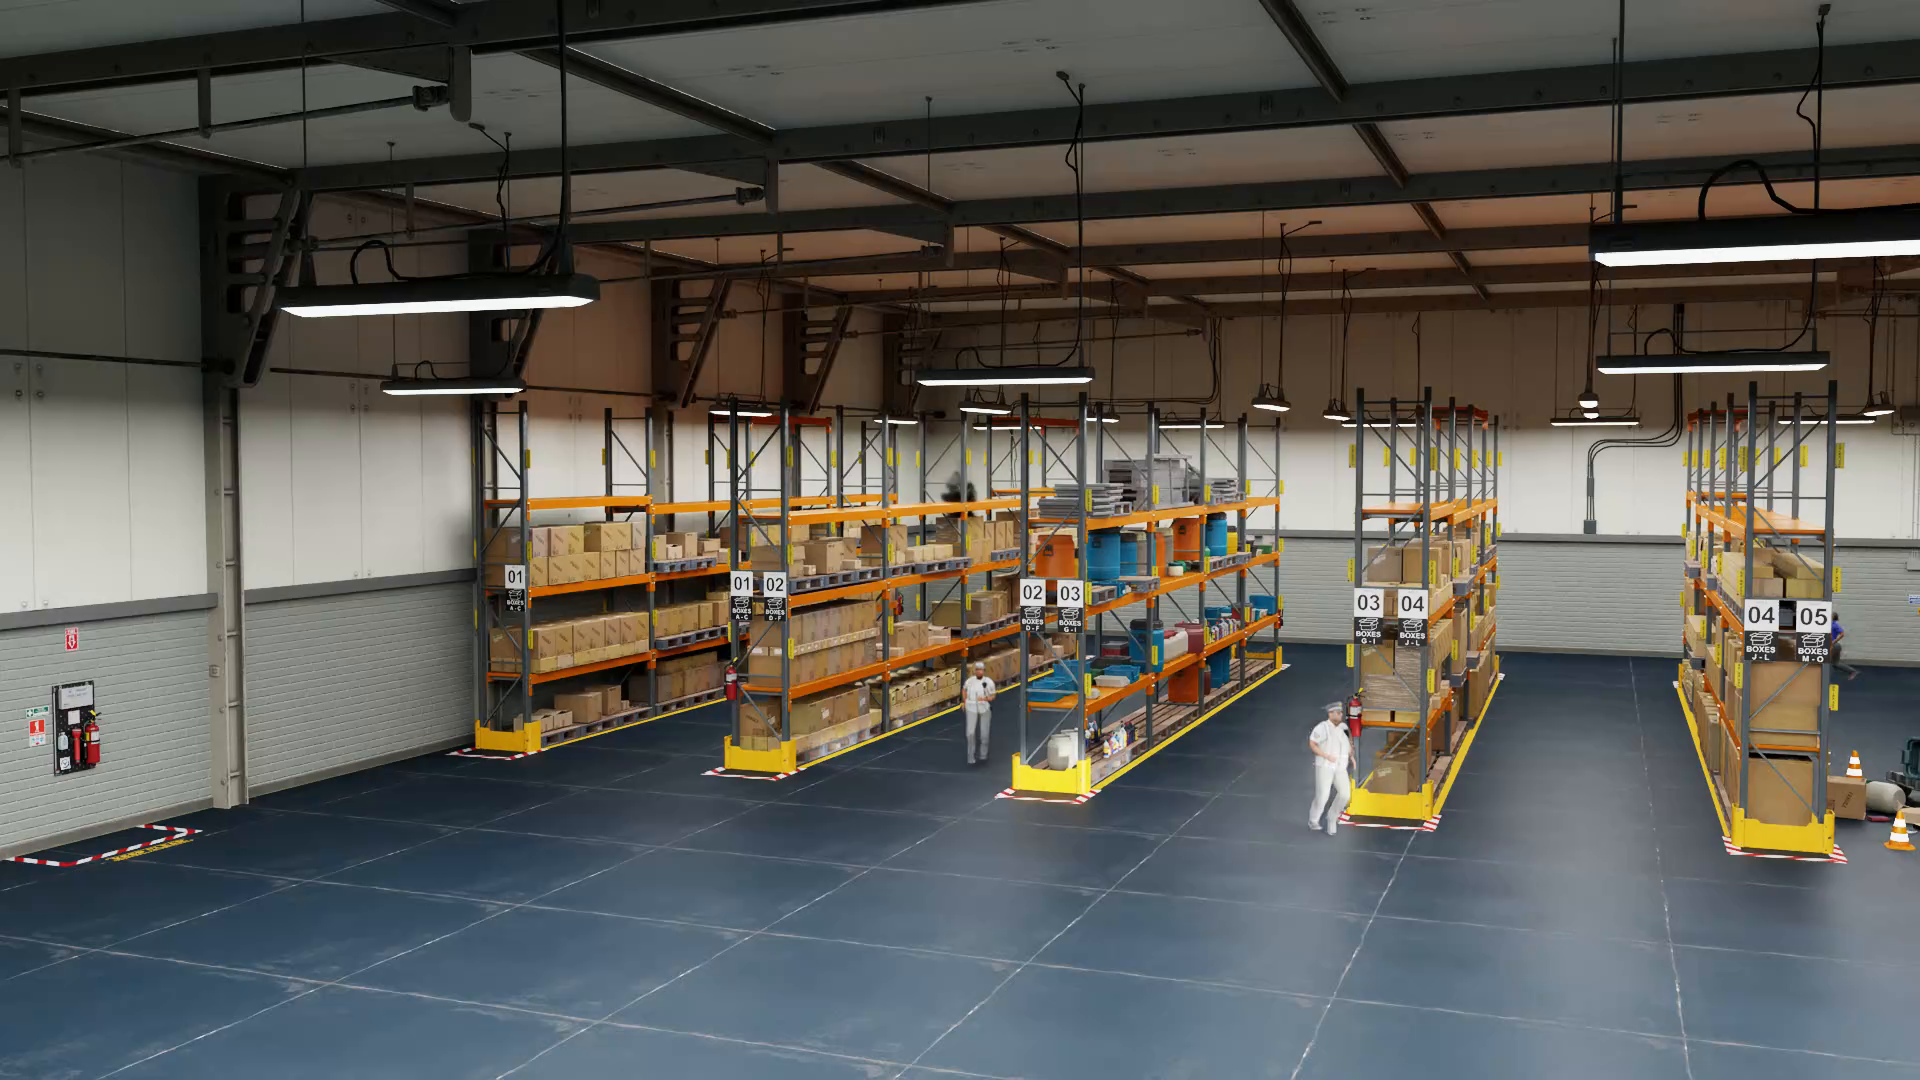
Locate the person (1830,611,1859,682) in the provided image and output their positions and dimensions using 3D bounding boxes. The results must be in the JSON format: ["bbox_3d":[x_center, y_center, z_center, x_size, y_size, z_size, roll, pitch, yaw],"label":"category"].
[{"bbox_3d":[19.318,2.405,36.642,0.907,1.663,0.588,1,3,24],"label":"person"}]

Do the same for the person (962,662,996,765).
[{"bbox_3d":[0.301,2.851,27.306,0.578,1.689,0.682,0,3,5],"label":"person"}]

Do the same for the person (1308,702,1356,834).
[{"bbox_3d":[5.022,3.058,22.300,0.735,1.779,0.630,-1,3,-18],"label":"person"}]
